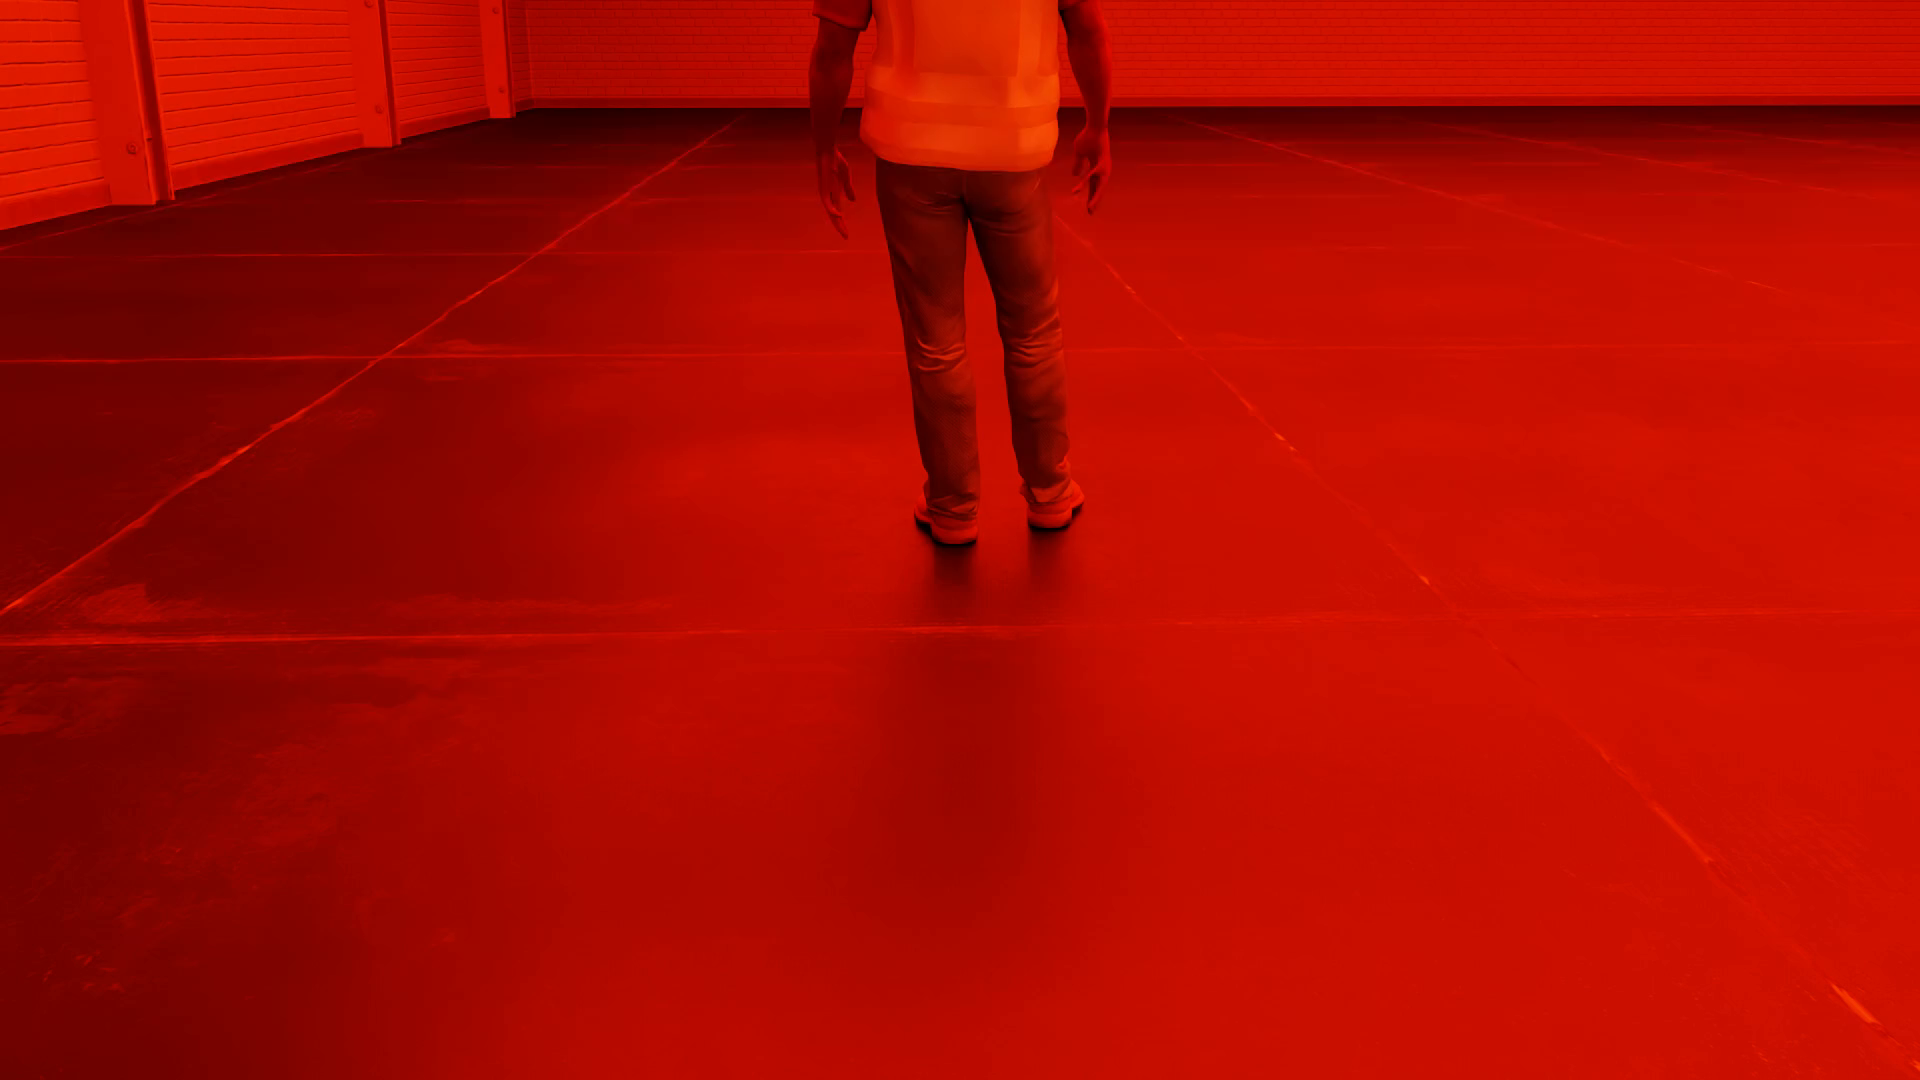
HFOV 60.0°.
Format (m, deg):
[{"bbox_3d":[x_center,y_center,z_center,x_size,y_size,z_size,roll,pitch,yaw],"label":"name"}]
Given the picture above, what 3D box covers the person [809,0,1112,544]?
[{"bbox_3d":[0.003,-0.872,3.724,0.665,1.765,0.577,-1,17,-3],"label":"person"}]
